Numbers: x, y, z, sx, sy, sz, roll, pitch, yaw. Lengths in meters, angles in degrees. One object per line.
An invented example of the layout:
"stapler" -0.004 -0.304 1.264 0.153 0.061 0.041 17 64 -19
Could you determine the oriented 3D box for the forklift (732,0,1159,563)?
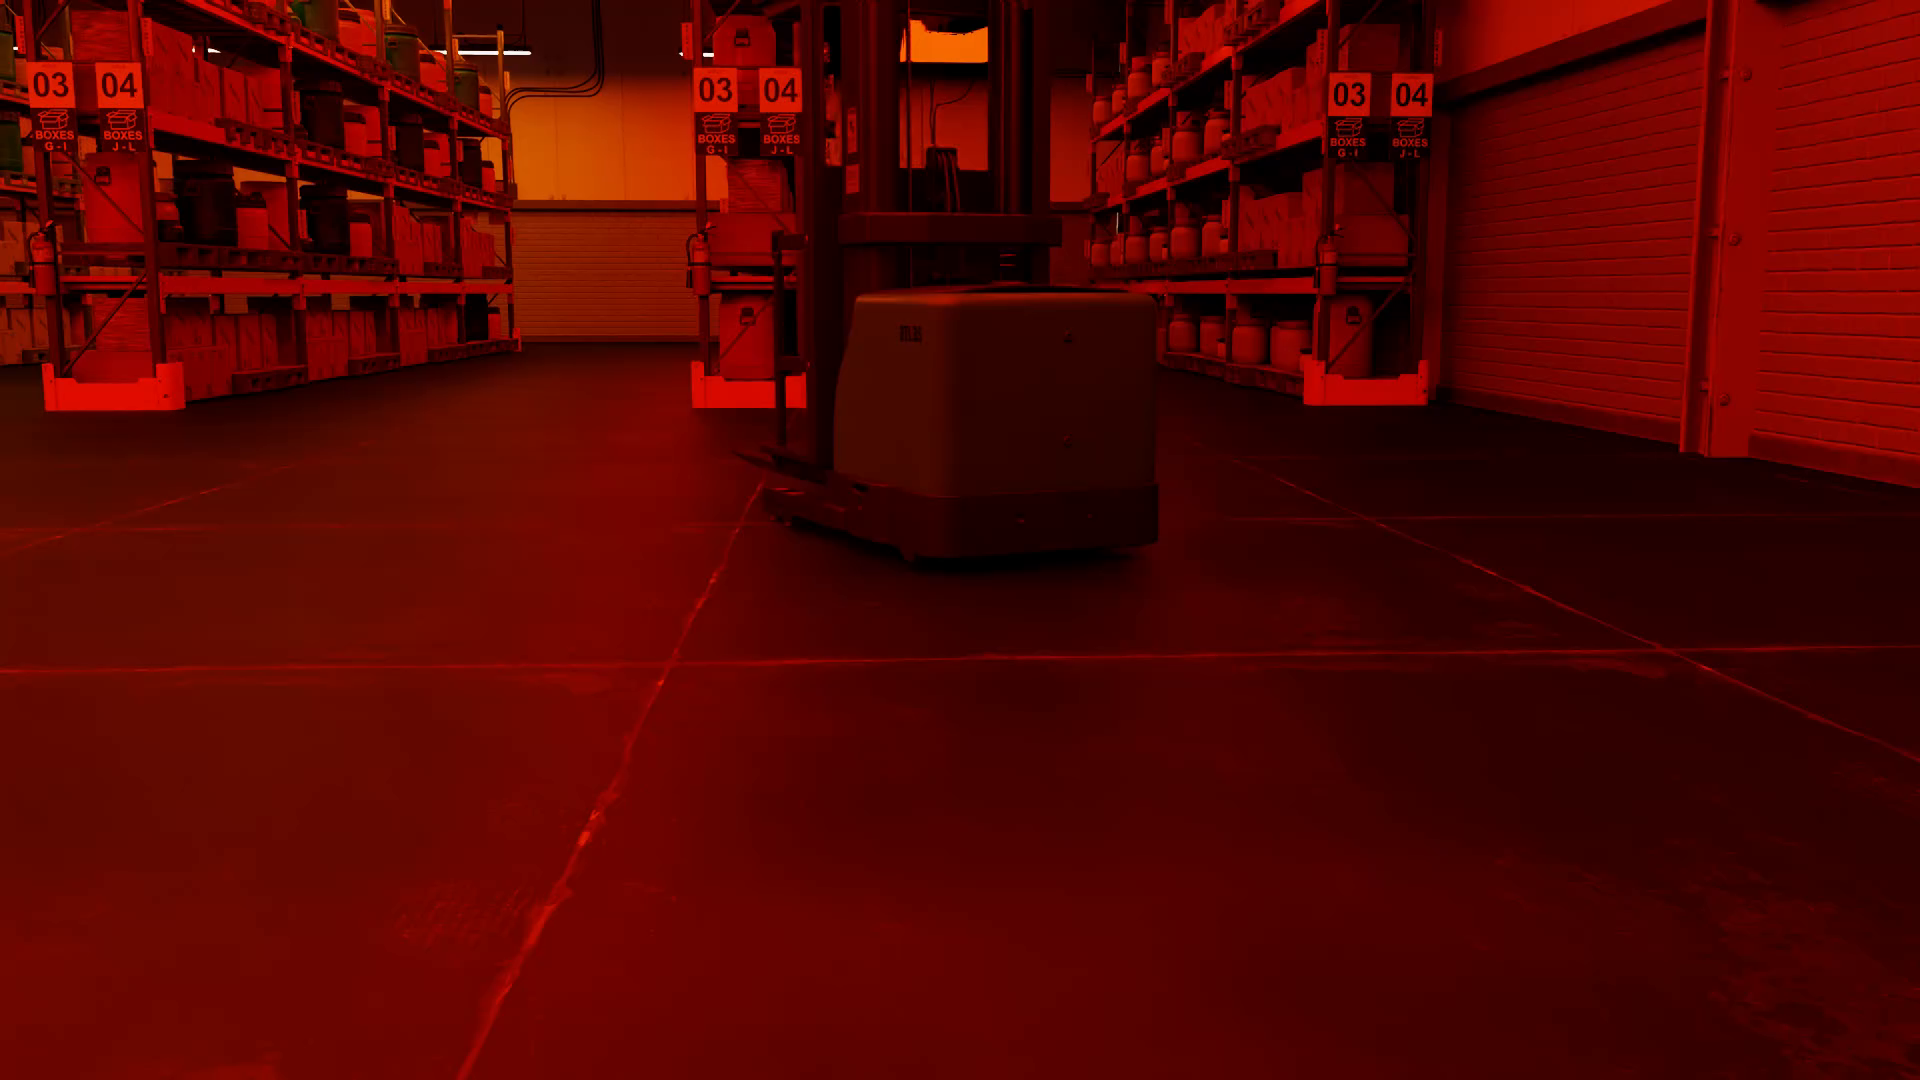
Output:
"forklift" -0.285 -1.537 7.682 1.130 2.935 3.031 -4 9 -25
